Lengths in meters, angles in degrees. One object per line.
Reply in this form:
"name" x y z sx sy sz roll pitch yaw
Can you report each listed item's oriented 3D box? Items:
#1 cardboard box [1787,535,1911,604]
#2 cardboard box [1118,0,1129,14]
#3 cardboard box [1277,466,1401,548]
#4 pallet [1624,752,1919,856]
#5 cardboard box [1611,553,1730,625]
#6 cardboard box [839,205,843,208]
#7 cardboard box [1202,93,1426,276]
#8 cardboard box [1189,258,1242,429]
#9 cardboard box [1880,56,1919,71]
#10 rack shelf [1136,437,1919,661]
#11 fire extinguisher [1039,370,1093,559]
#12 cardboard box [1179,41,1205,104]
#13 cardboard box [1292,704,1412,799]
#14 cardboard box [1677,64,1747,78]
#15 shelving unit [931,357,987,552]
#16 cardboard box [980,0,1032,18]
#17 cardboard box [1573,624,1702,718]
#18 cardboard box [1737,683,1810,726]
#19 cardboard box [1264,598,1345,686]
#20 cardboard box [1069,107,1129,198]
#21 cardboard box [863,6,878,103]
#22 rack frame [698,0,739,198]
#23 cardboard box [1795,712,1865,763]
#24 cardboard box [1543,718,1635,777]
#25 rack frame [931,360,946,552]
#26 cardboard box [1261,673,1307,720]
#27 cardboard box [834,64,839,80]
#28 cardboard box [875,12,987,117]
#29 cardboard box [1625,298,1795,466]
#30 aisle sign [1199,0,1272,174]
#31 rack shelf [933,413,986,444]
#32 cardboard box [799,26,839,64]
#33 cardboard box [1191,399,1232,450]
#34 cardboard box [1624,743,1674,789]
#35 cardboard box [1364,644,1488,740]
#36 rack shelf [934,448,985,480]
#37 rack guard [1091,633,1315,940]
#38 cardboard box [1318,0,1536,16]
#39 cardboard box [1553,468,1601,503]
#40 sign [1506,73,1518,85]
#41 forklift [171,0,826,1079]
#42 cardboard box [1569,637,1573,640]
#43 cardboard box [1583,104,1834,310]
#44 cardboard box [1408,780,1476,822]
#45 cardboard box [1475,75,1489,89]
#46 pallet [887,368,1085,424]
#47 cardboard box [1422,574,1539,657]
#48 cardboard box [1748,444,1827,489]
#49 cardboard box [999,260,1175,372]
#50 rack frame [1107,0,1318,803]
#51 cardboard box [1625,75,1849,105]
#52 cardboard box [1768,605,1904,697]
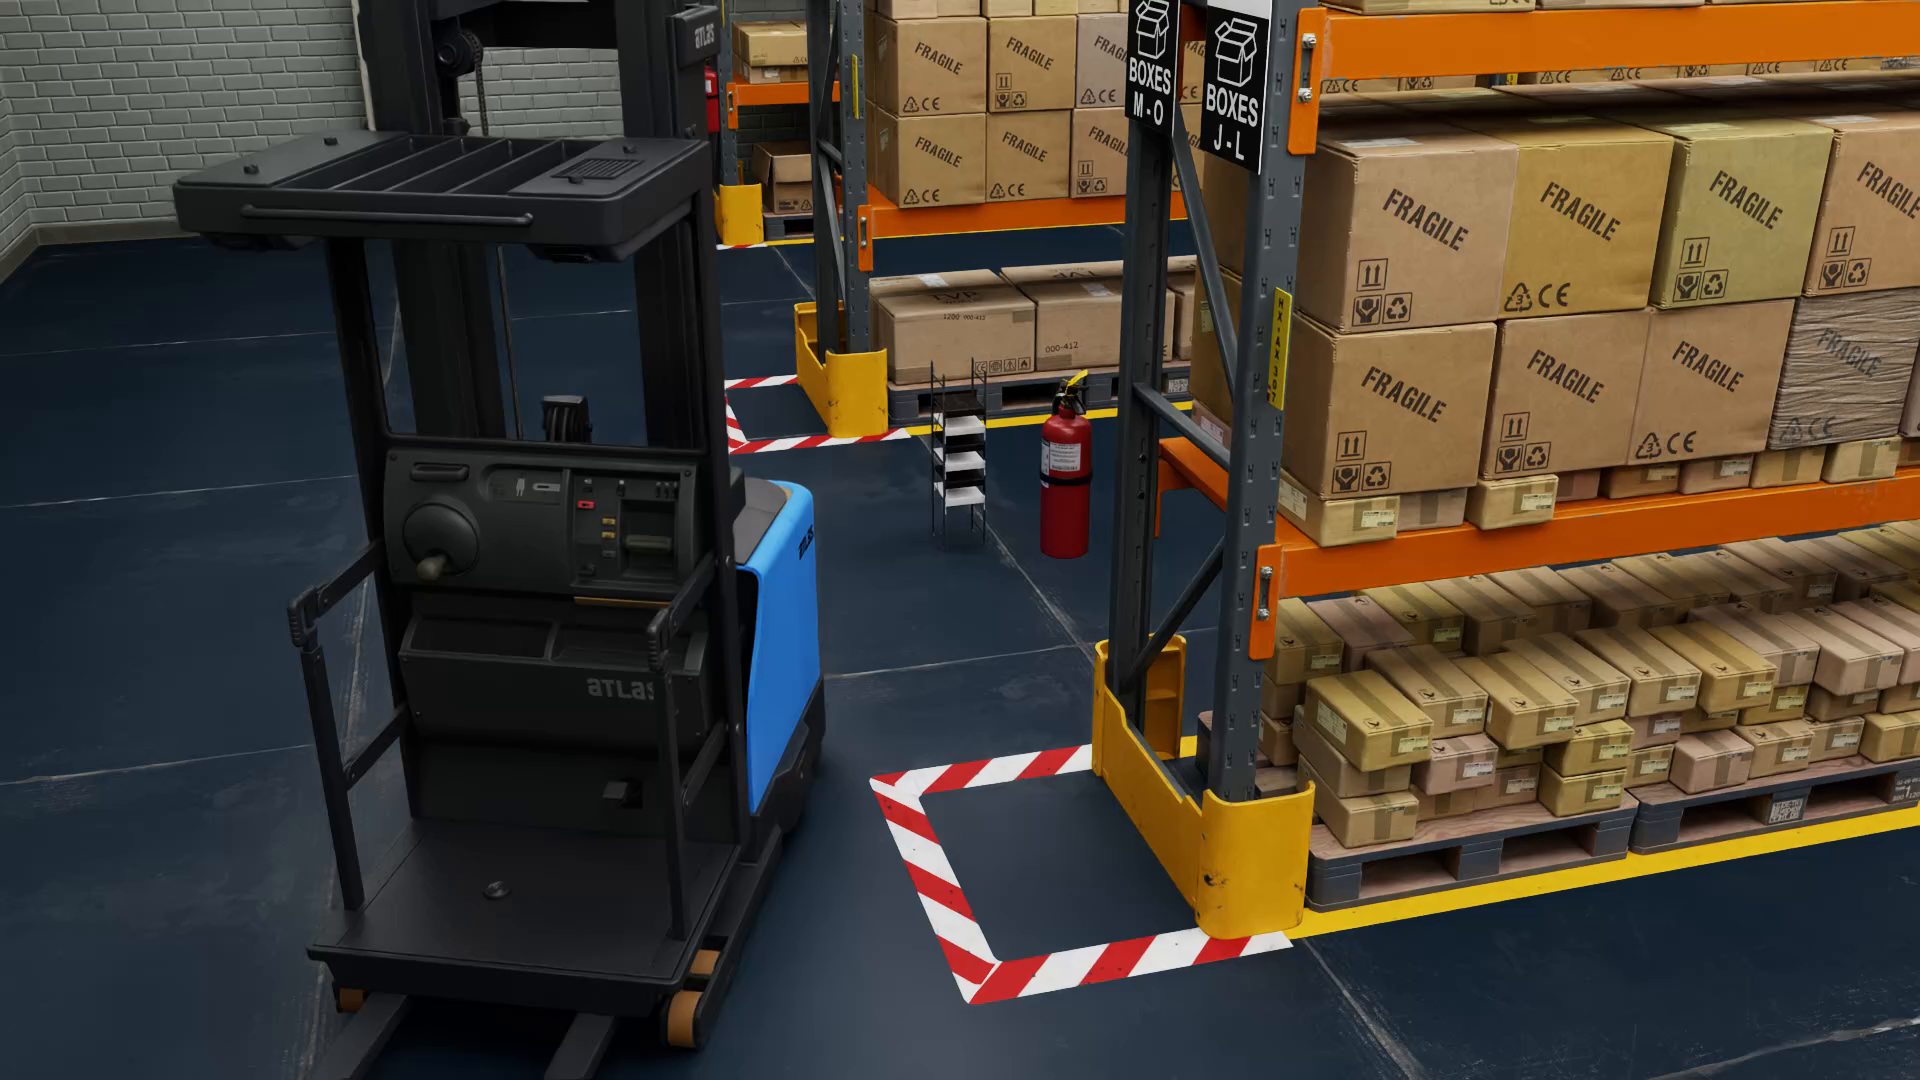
"cardboard box" 3.436 0.132 6.467 0.250 0.149 0.380 -7 24 -16
"cardboard box" 0.964 -3.070 9.384 0.250 0.149 0.380 -6 24 -14
"cardboard box" 1.129 -0.127 5.061 0.250 0.149 0.380 -7 24 -15
"pallet" 2.766 0.739 6.260 1.213 0.211 1.003 -6 24 -14
"cardboard box" 2.681 0.200 6.309 0.250 0.149 0.380 -6 24 -14
"cardboard box" -1.016 -3.028 14.586 0.250 0.149 0.380 -7 24 -16
"cardboard box" 1.102 -1.118 5.280 0.500 0.500 0.500 -7 24 -15
"cardboard box" 1.092 -0.661 5.482 0.500 0.500 0.500 -6 24 -13
"cardboard box" 6.078 -3.347 10.851 0.500 0.500 0.500 -6 24 -13
"rack shelf" 2.655 -0.215 5.860 4.000 0.370 1.077 -6 24 -14
"fire extinguisher" 0.362 -0.274 5.656 0.183 0.674 0.296 -6 24 -14
"cardboard box" 1.303 -2.819 9.620 0.500 0.500 0.500 -6 24 -14
"cardboard box" 1.303 0.689 5.545 0.250 0.149 0.380 -5 24 -12
"cardboard box" 4.613 -3.188 10.480 0.500 0.500 0.500 -7 24 -16
"shelving unit" -0.008 -0.413 8.071 0.210 0.900 0.258 -6 24 -14
"cardboard box" 0.226 -2.977 9.166 0.250 0.149 0.380 -6 24 -13
"cardboard box" 2.321 0.447 5.732 0.250 0.149 0.380 -5 24 -12
"cardboard box" 2.812 0.502 5.982 0.250 0.149 0.380 -5 24 -12
"cardboard box" 1.170 0.358 5.939 0.250 0.149 0.380 -6 24 -14
"cardboard box" 0.808 -2.301 9.682 0.500 0.500 0.500 -6 24 -15
"cardboard box" -0.306 -2.849 9.690 0.500 0.500 0.500 -6 24 -13
"rack frame" -2.050 -4.085 13.967 0.127 3.000 1.000 -6 24 -14
"cardboard box" 3.029 0.642 6.033 0.250 0.149 0.380 -6 24 -13
"cardboard box" 2.070 0.636 5.670 0.250 0.149 0.380 -6 24 -13
"rack frame" -0.106 -0.402 8.045 0.006 0.900 0.240 -6 24 -14
"cardboard box" 1.160 0.483 6.026 0.250 0.149 0.380 -7 24 -16
"cardboard box" -1.183 -3.987 14.056 0.250 0.149 0.380 -7 24 -15
"cardboard box" -0.166 -2.650 9.227 0.500 0.500 0.500 -7 24 -16
"cardboard box" 2.219 -0.572 5.276 0.500 0.500 0.500 -6 24 -14
"aisle sign" 0.740 -1.406 4.425 0.004 0.787 0.394 -6 24 -14
"rack shelf" -0.008 -0.547 8.013 0.200 0.077 0.258 -6 24 -14
"cardboard box" -1.055 -4.153 13.938 0.500 0.250 0.500 -6 24 -14
"cardboard box" 0.967 -0.359 5.602 0.250 0.149 0.380 -6 24 -14
"cardboard box" 2.283 0.713 5.867 0.250 0.149 0.380 -6 24 -14
"cardboard box" 1.558 0.509 5.588 0.250 0.149 0.380 -6 24 -13
"rack shelf" -0.008 -0.382 8.084 0.200 0.077 0.258 -6 24 -14
"rack guard" 0.802 0.808 5.733 0.348 0.500 1.175 -6 24 -14
"cardboard box" 1.230 -1.593 4.545 0.500 0.250 0.500 -5 24 -12
"cardboard box" 1.849 -0.258 5.366 0.250 0.149 0.380 -5 24 -12
"sign" 3.297 -2.851 9.892 0.005 0.325 0.100 -6 24 -14
"forklift" -1.239 -0.025 4.591 1.130 2.935 3.031 3 23 8
"cardboard box" 2.155 0.367 6.296 0.250 0.149 0.380 -6 24 -14
"cardboard box" 2.224 -1.025 5.063 0.500 0.500 0.500 -7 24 -16
"cardboard box" 1.550 0.791 5.685 0.250 0.149 0.380 -6 24 -15
"cardboard box" 3.505 -2.927 10.825 0.500 0.250 0.500 -6 24 -14
"pallet" 0.043 -1.035 10.394 1.213 0.211 1.003 -6 24 -14
"cardboard box" 1.909 0.274 6.136 0.250 0.149 0.380 -7 24 -16
"cardboard box" 2.618 -0.313 5.494 0.250 0.149 0.380 -5 24 -12
"cardboard box" 0.782 -1.426 10.486 0.875 0.438 0.875 -6 24 -13
"rack frame" 0.729 -0.333 5.222 0.127 3.000 1.000 -6 24 -14
"cardboard box" 2.597 -1.288 5.677 0.500 0.500 0.500 -7 24 -16
"cardboard box" 3.072 0.388 5.869 0.250 0.149 0.380 -7 24 -16
